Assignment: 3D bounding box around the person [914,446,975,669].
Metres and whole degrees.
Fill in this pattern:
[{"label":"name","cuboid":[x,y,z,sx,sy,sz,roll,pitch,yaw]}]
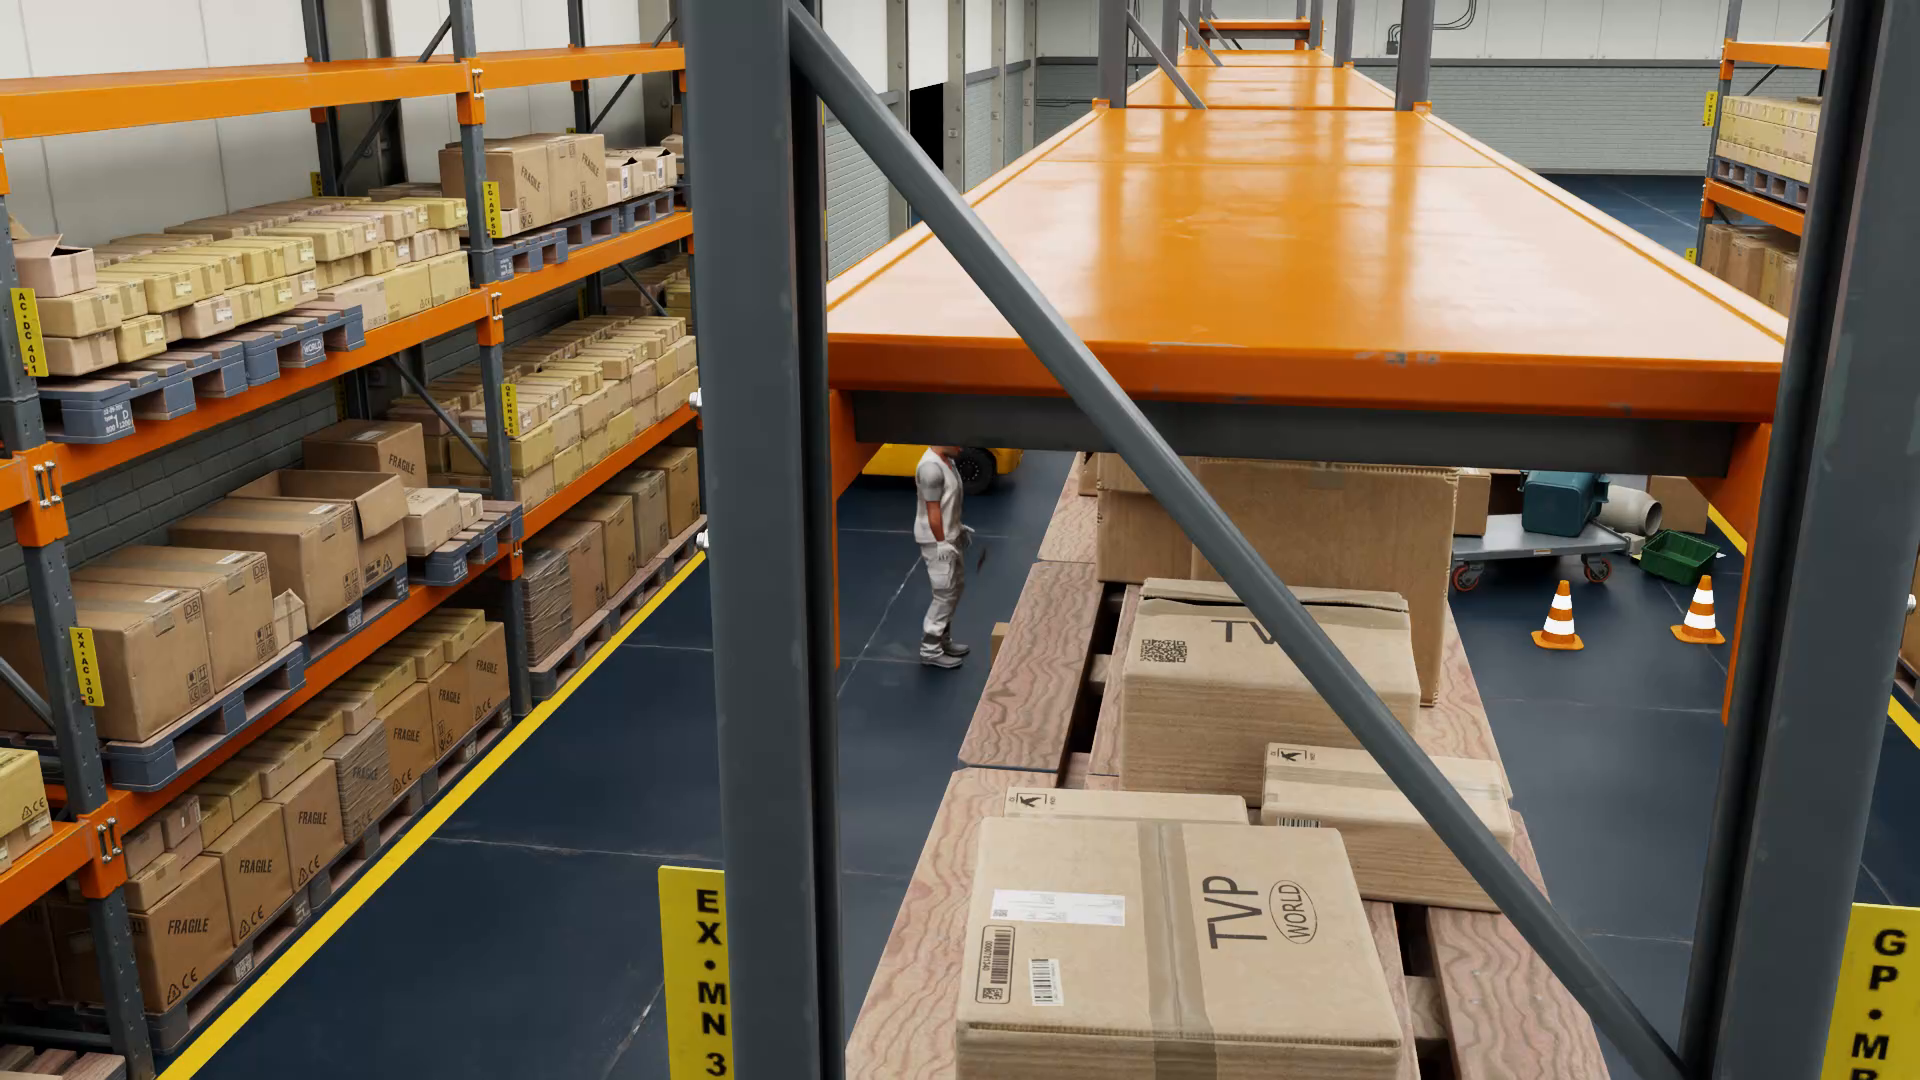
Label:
[{"label":"person","cuboid":[-0.104,-0.003,11.565,0.400,1.763,0.534,3,18,10]}]
